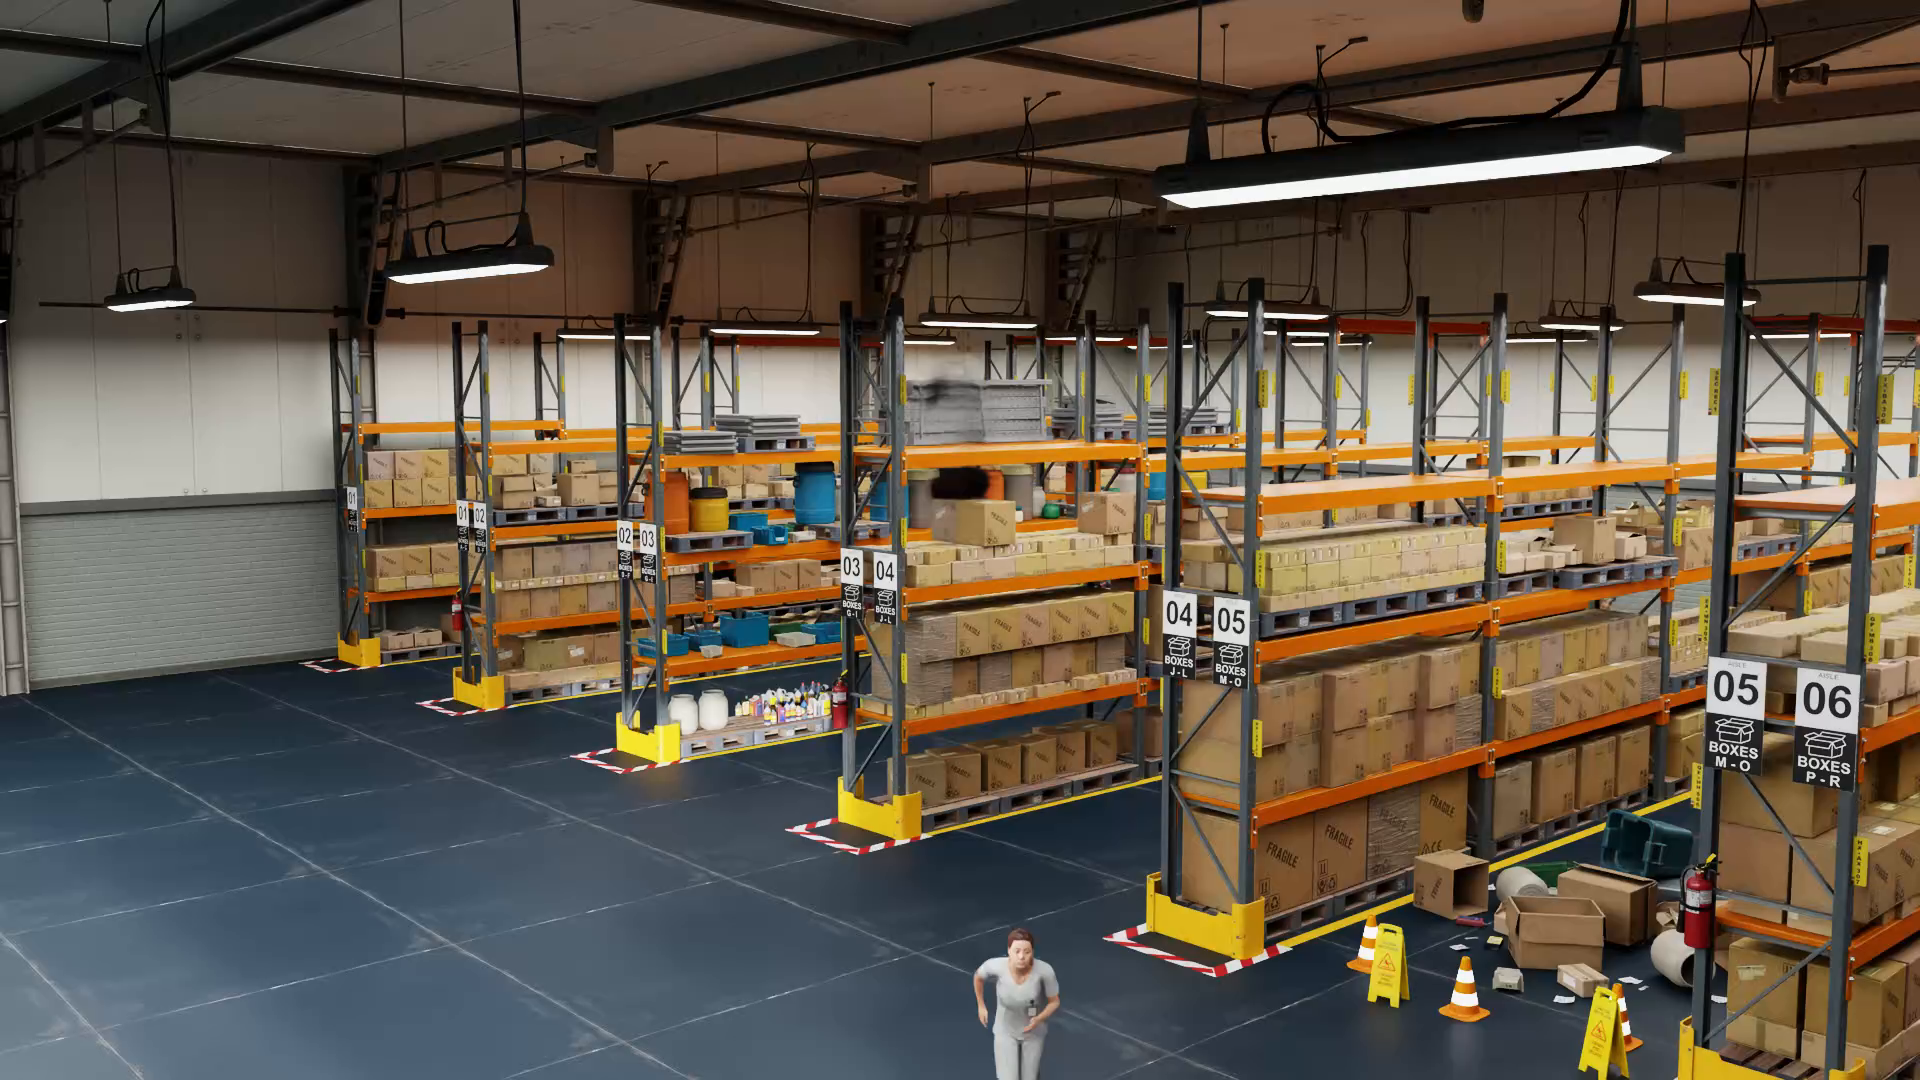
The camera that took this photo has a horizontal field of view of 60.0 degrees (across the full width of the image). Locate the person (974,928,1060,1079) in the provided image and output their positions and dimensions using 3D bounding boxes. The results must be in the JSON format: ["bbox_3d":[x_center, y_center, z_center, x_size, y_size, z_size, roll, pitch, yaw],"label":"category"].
[{"bbox_3d":[0.378,3.302,10.988,0.553,1.597,0.684,0,6,-3],"label":"person"}]

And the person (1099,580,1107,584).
[{"bbox_3d":[2.921,1.127,32.044,1.107,1.785,0.659,-5,8,-43],"label":"person"}]

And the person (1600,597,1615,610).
[{"bbox_3d":[10.454,1.690,26.972,0.616,1.659,0.531,6,8,44],"label":"person"}]
